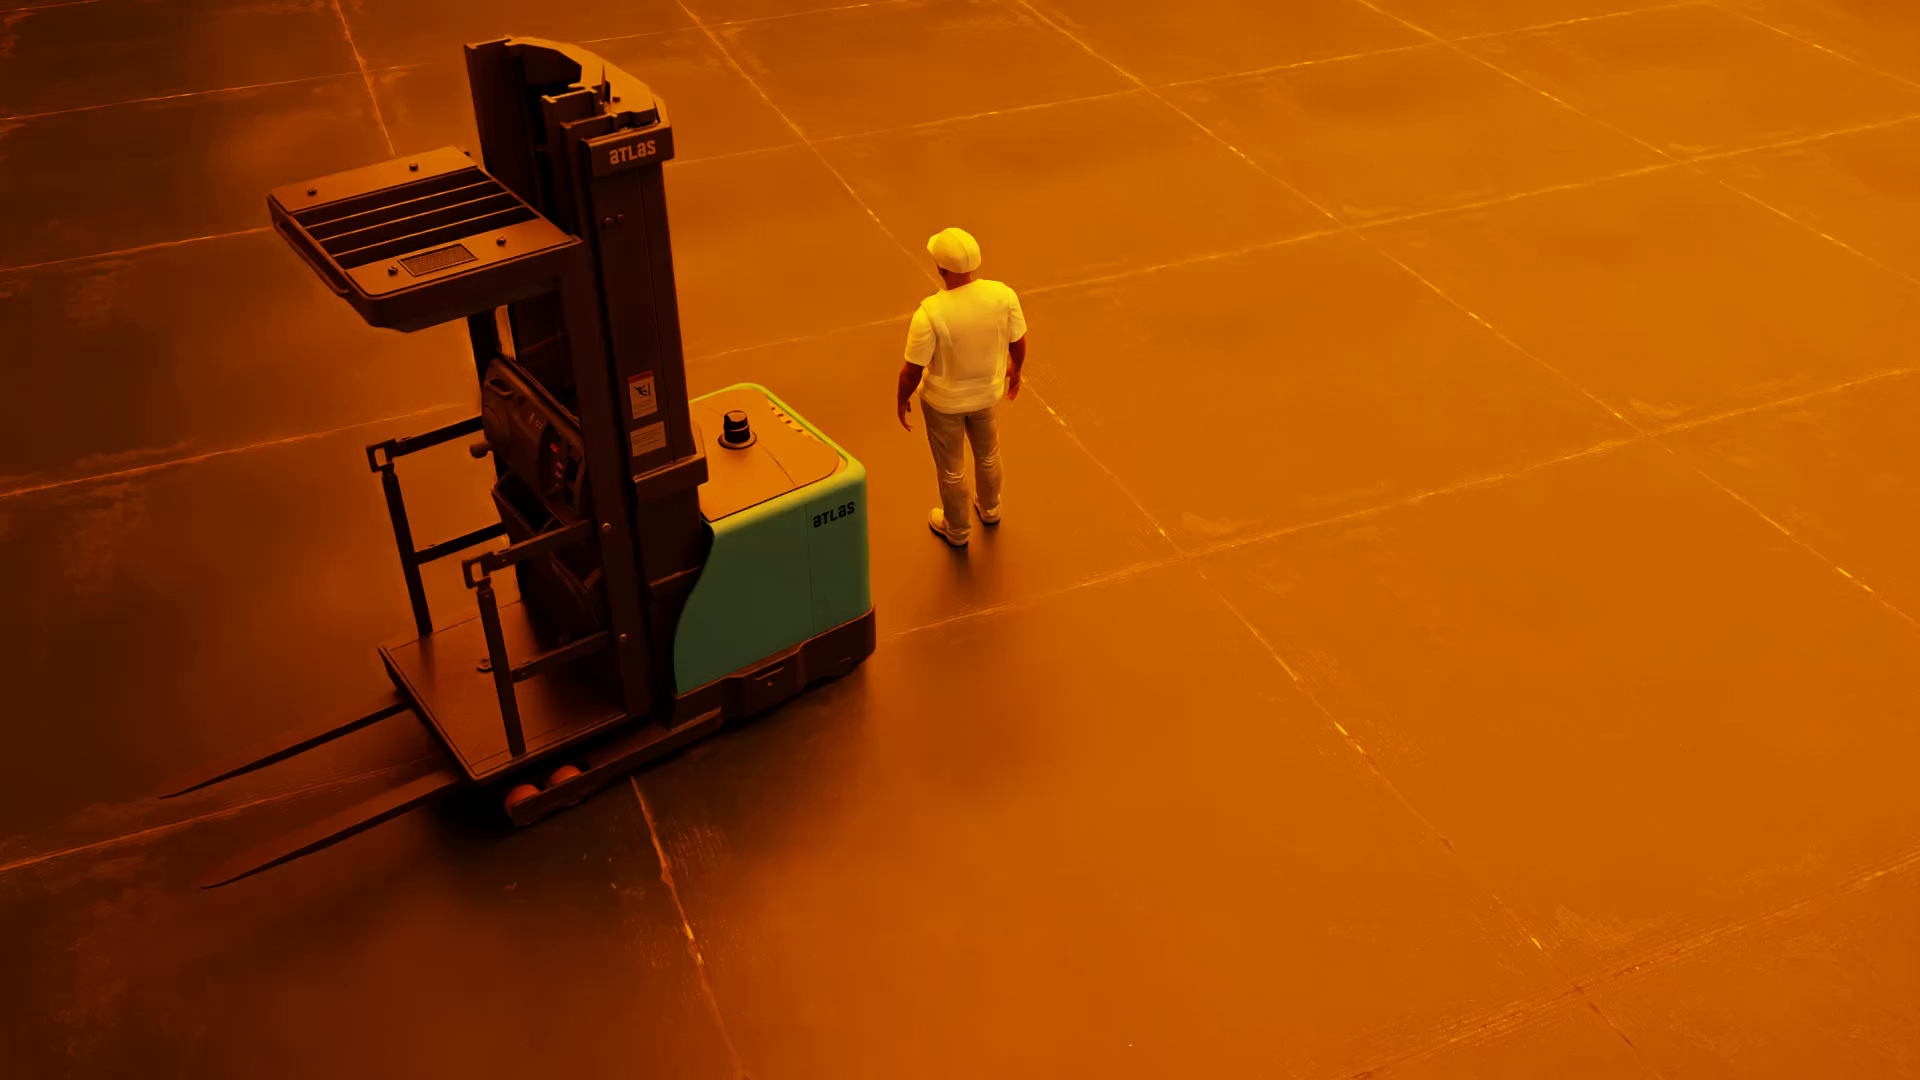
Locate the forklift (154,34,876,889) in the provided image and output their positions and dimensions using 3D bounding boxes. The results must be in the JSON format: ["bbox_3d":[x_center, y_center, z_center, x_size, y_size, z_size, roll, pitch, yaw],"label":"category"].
[{"bbox_3d":[-1.882,-0.353,6.595,3.031,2.935,1.130,-23,41,-29],"label":"forklift"}]

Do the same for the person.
[{"bbox_3d":[-0.021,-0.764,8.166,0.665,1.766,0.576,-14,38,-19],"label":"person"}]
